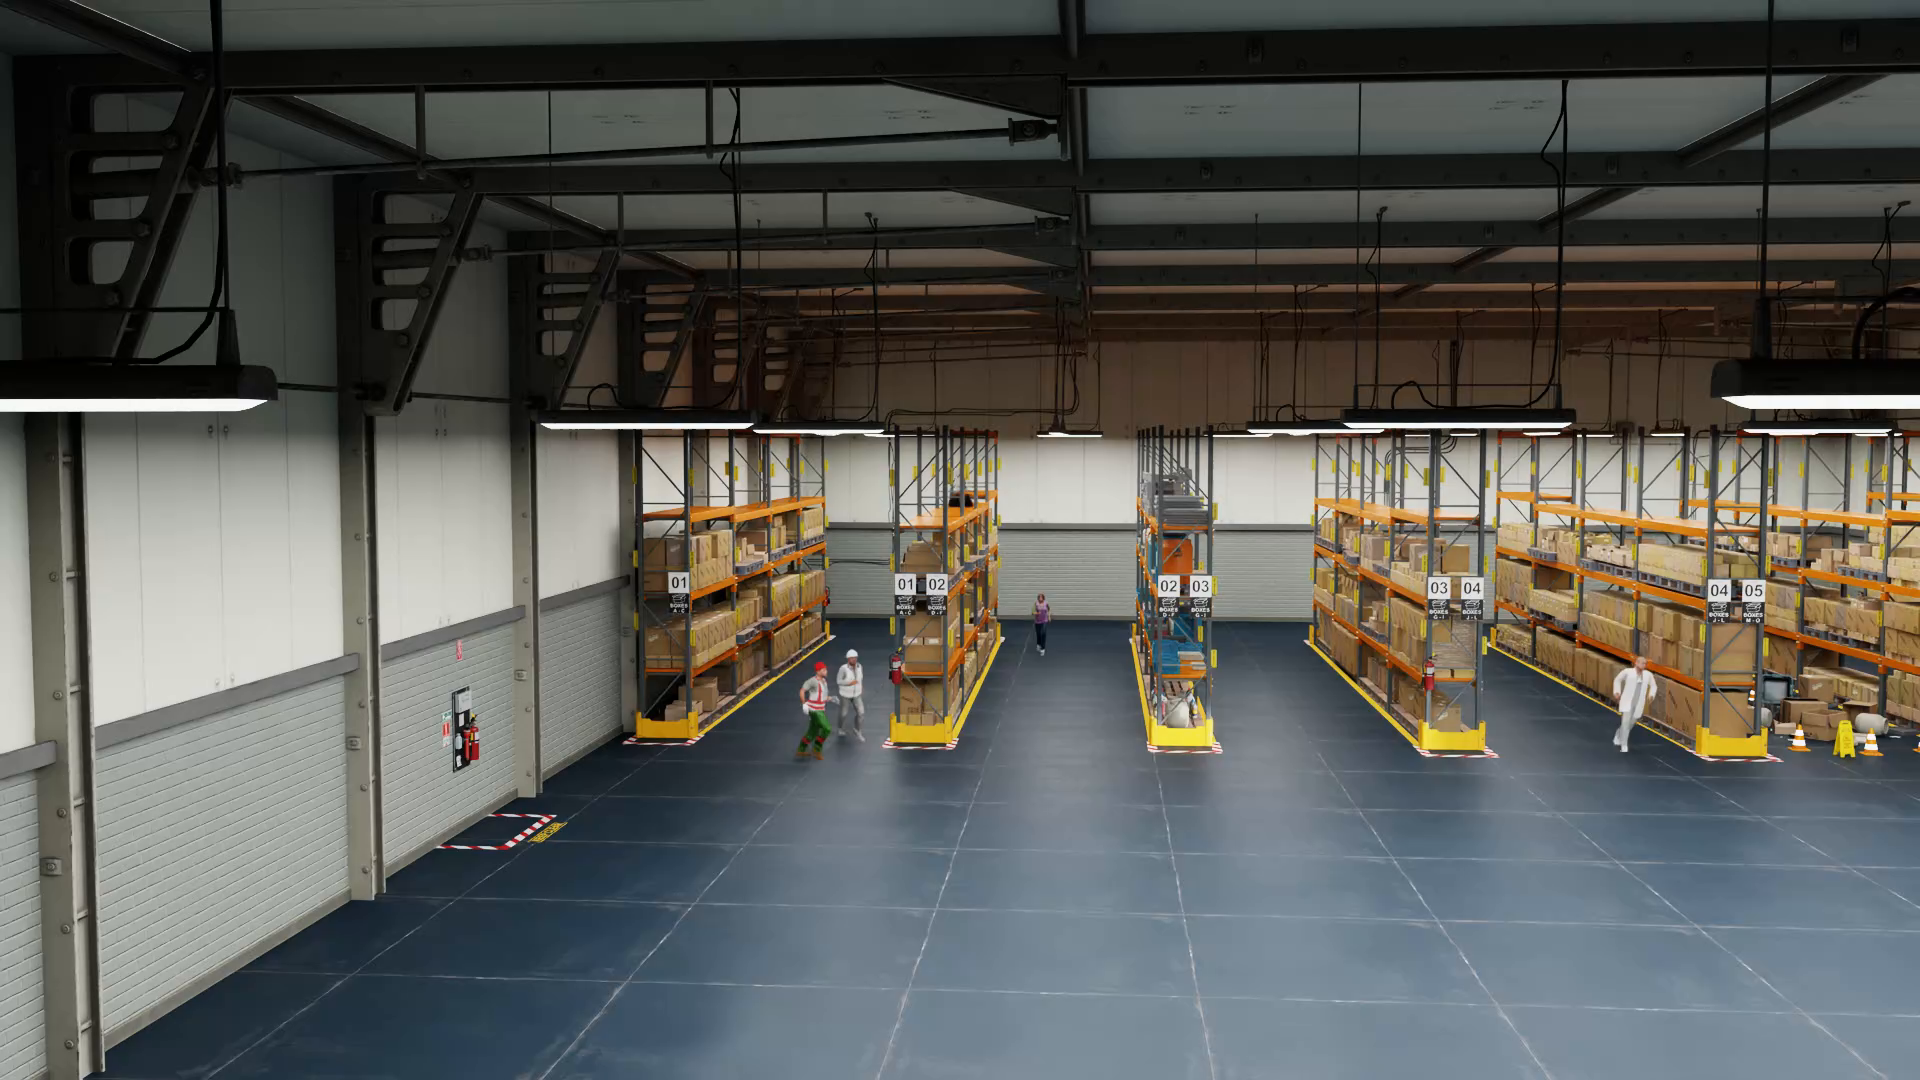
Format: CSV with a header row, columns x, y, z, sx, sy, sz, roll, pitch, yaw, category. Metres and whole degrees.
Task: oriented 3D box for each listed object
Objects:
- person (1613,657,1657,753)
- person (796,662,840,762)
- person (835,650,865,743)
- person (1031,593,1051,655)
x,y,z,sx,sy,sz,roll,pitch,yaw,category
12.477,3.009,30.748,0.775,1.737,0.969,0,3,2,person
-2.565,3.063,29.700,0.820,1.784,0.607,1,4,18,person
-2.106,2.943,31.592,0.641,1.756,0.927,-2,4,-27,person
2.171,2.230,44.521,0.522,1.626,0.823,0,3,3,person
